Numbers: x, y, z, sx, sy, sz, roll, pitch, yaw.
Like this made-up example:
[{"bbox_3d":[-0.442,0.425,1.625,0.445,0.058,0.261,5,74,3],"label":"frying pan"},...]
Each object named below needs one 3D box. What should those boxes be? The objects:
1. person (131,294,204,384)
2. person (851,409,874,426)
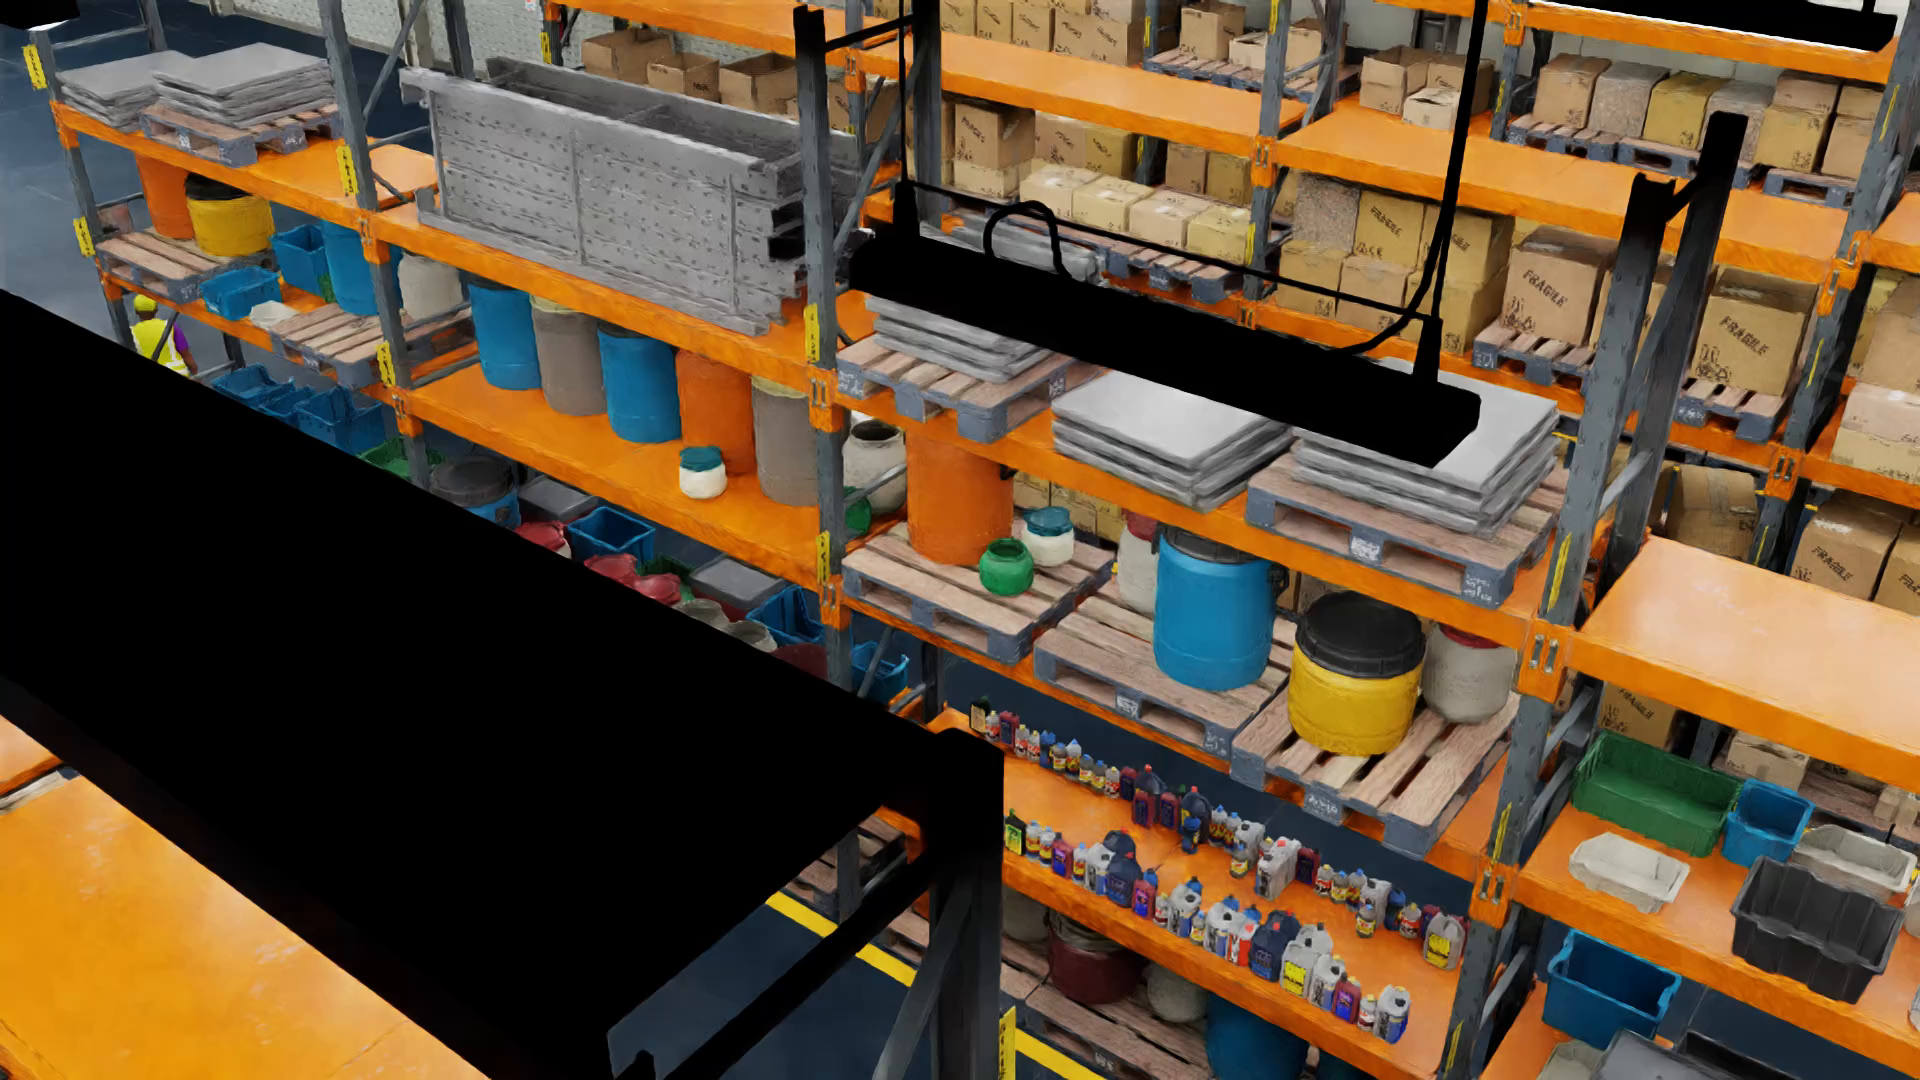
[{"bbox_3d":[-7.757,-1.591,16.242,0.622,1.721,0.958,-16,35,-24],"label":"person"},{"bbox_3d":[-0.868,-0.758,14.870,1.119,1.700,0.543,20,37,29],"label":"person"}]
